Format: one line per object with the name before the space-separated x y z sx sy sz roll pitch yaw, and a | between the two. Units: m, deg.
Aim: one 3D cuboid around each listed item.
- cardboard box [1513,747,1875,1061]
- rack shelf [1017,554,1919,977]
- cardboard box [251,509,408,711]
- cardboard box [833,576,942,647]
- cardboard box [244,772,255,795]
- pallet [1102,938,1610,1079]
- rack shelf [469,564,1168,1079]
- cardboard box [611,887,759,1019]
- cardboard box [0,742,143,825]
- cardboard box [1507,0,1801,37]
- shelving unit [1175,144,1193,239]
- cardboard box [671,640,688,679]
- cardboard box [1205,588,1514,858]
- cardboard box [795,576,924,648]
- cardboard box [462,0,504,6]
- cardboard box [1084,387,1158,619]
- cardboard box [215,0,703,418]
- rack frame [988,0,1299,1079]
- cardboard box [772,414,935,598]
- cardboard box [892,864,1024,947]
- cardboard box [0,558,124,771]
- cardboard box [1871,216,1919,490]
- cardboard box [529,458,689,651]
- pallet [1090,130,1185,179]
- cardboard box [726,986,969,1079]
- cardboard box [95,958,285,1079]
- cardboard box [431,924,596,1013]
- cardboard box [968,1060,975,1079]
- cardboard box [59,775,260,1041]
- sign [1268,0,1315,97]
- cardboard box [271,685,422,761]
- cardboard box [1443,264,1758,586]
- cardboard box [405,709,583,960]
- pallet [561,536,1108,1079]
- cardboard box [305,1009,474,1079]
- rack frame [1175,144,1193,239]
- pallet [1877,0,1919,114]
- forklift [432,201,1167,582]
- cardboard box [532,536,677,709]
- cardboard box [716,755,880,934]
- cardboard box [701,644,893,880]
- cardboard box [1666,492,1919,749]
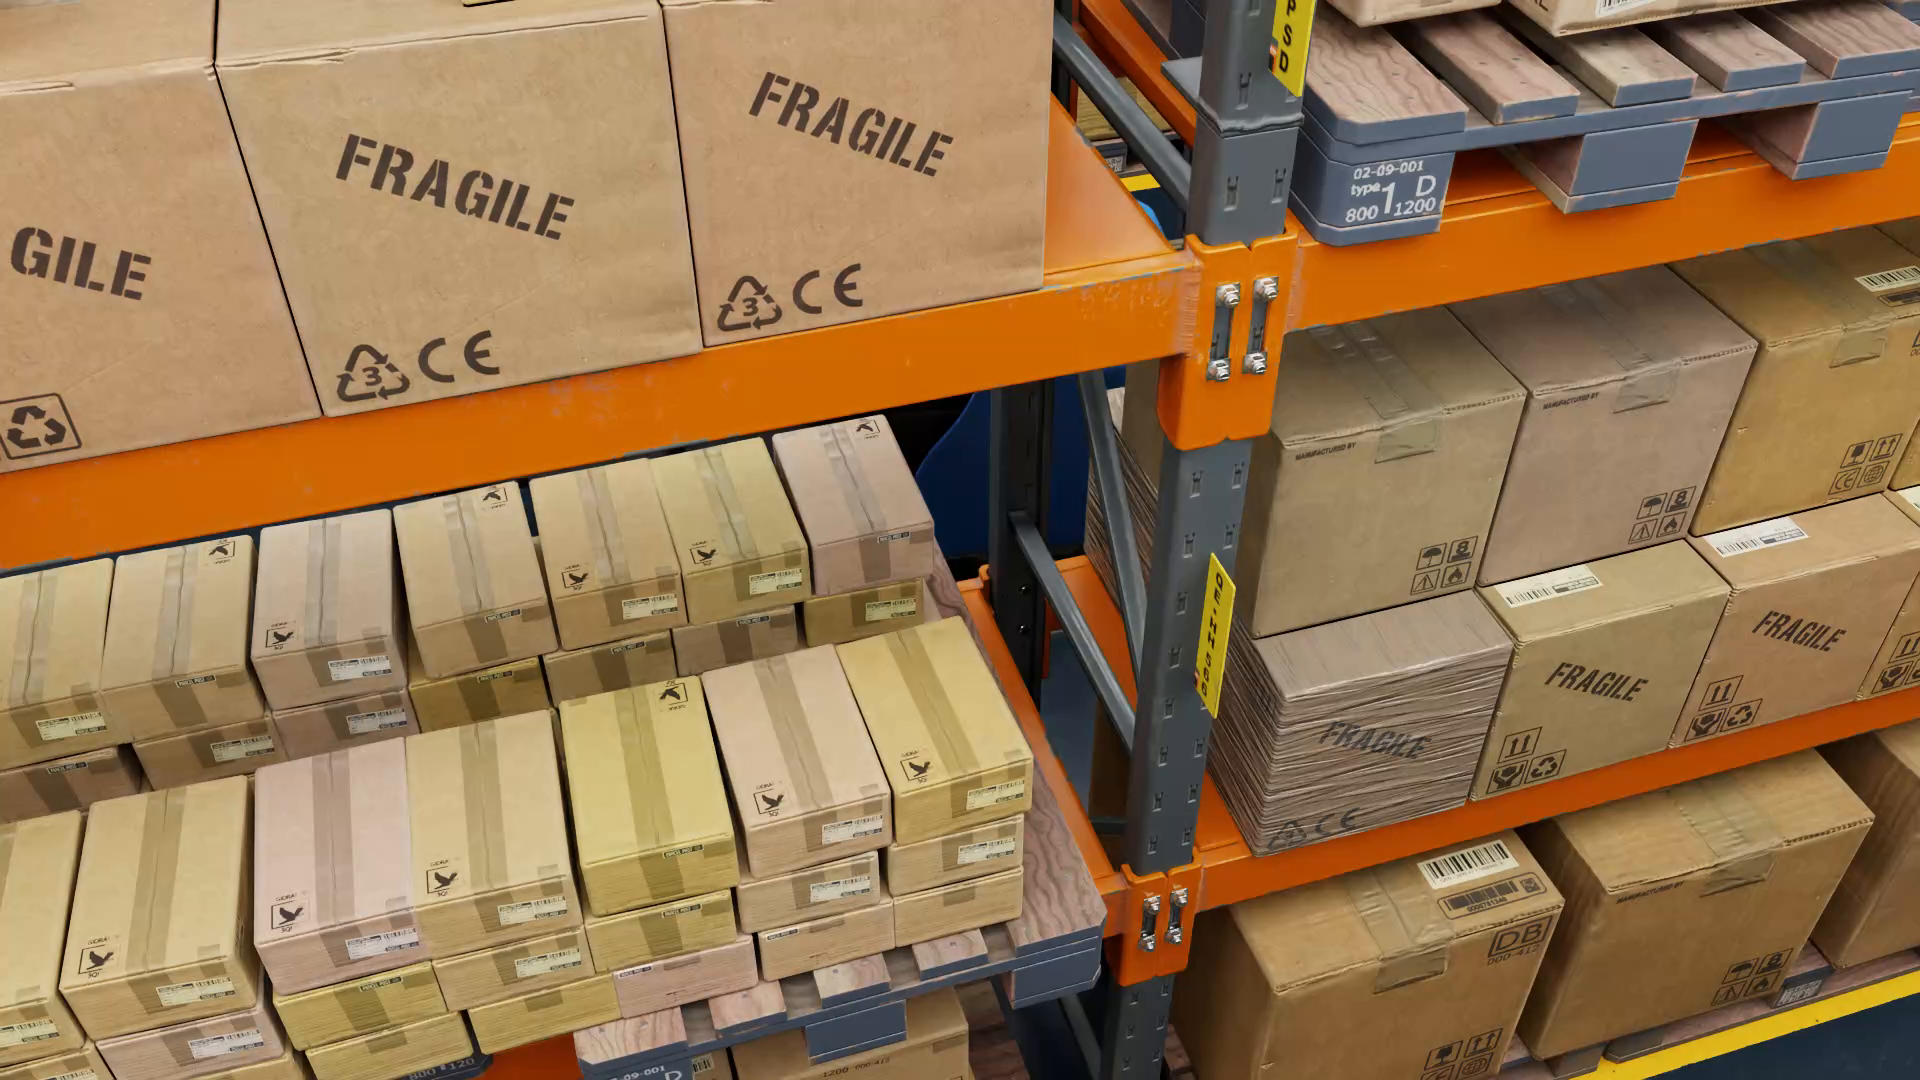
cardboard box | 1.718 0.690 4.571 0.750 0.750 1.050 -11 42 -12
rack shelf | 2.185 0.115 4.385 4.000 0.370 1.077 -12 42 -13
cardboard box | -1.223 0.129 3.242 0.250 0.149 0.380 -10 42 -11
cardboard box | -0.210 0.138 3.684 0.250 0.149 0.380 -12 43 -14
cardboard box | -1.474 0.401 3.383 0.250 0.149 0.380 -11 42 -12
pallet | 1.052 1.181 4.737 1.213 0.211 1.003 -12 42 -13
rack shelf | -1.630 0.906 3.480 4.000 0.370 1.077 -12 42 -13
cardboard box | -0.538 0.661 3.085 0.250 0.149 0.380 -11 42 -12
cardboard box | -1.728 0.345 3.221 0.250 0.149 0.380 -10 42 -12
cardboard box | 1.034 -1.057 2.573 0.500 0.311 0.500 -12 42 -13
shelving unit | 1.089 -1.085 5.894 0.503 2.100 0.431 -23 46 -24
cardboard box | -0.723 0.245 3.562 0.250 0.149 0.380 -10 42 -11
cardboard box | 0.786 0.283 3.570 0.500 0.500 0.500 -11 42 -13
cardboard box | -0.244 0.034 3.577 0.250 0.149 0.380 -10 42 -11
cardboard box | -0.515 -0.862 2.019 0.258 0.266 0.396 -12 42 -13
cardboard box | 0.626 -0.055 3.958 0.500 0.500 0.500 -12 42 -13
cardboard box | -0.664 -0.548 2.242 0.500 0.500 0.500 -12 42 -13
rack frame | 0.277 0.240 3.696 0.127 3.000 1.000 -12 42 -13
cardboard box | -0.226 -0.077 3.478 0.250 0.149 0.380 -12 42 -13
cardboard box | -0.055 0.562 3.198 0.250 0.149 0.380 -11 42 -12
cardboard box | -1.714 0.230 3.127 0.250 0.149 0.380 -12 43 -14
cardboard box | 2.166 -0.562 3.777 0.500 0.500 0.700 -12 43 -13
cardboard box | -0.713 0.022 3.364 0.250 0.149 0.380 -12 43 -13
pallet | 0.601 -2.189 8.595 1.213 0.211 1.003 -12 42 -13
cardboard box | -0.296 1.040 3.790 0.500 0.250 0.500 -13 43 -14
cardboard box | -1.287 0.704 2.810 0.250 0.149 0.380 -11 42 -12
cardboard box | -0.800 0.604 2.924 0.250 0.149 0.380 -12 42 -13
cardboard box | -0.272 1.317 4.043 0.500 0.500 0.500 -12 43 -13
cardboard box | -1.287 0.591 2.713 0.250 0.149 0.380 -10 42 -11
sign | 0.438 -0.744 2.148 0.005 0.325 0.100 -12 42 -13
cardboard box | -1.234 0.242 3.339 0.250 0.149 0.380 -12 42 -13
cardboard box | 1.190 -0.358 3.544 0.500 0.500 0.700 -12 43 -14
cardboard box | -0.796 0.492 2.827 0.250 0.149 0.380 -11 42 -12
pallet | -0.371 0.520 3.521 1.003 0.211 1.213 -12 42 -13
cardboard box | -1.033 0.762 2.969 0.250 0.149 0.380 -13 43 -15
rack frame | 0.882 -0.999 5.796 0.015 2.100 0.400 -23 46 -24
pallet | 1.941 -1.202 3.210 1.213 0.211 1.003 -10 42 -11
forklift | -0.714 -1.087 5.267 3.031 2.935 1.130 -6 41 -7
cardboard box | -0.756 0.143 3.452 0.250 0.149 0.380 -13 43 -14
cardboard box | -0.311 0.501 3.042 0.250 0.149 0.380 -10 42 -11
cardboard box | -0.293 0.385 2.949 0.250 0.149 0.380 -12 43 -14
cardboard box | 1.752 0.081 3.801 0.500 0.500 0.500 -12 42 -13
